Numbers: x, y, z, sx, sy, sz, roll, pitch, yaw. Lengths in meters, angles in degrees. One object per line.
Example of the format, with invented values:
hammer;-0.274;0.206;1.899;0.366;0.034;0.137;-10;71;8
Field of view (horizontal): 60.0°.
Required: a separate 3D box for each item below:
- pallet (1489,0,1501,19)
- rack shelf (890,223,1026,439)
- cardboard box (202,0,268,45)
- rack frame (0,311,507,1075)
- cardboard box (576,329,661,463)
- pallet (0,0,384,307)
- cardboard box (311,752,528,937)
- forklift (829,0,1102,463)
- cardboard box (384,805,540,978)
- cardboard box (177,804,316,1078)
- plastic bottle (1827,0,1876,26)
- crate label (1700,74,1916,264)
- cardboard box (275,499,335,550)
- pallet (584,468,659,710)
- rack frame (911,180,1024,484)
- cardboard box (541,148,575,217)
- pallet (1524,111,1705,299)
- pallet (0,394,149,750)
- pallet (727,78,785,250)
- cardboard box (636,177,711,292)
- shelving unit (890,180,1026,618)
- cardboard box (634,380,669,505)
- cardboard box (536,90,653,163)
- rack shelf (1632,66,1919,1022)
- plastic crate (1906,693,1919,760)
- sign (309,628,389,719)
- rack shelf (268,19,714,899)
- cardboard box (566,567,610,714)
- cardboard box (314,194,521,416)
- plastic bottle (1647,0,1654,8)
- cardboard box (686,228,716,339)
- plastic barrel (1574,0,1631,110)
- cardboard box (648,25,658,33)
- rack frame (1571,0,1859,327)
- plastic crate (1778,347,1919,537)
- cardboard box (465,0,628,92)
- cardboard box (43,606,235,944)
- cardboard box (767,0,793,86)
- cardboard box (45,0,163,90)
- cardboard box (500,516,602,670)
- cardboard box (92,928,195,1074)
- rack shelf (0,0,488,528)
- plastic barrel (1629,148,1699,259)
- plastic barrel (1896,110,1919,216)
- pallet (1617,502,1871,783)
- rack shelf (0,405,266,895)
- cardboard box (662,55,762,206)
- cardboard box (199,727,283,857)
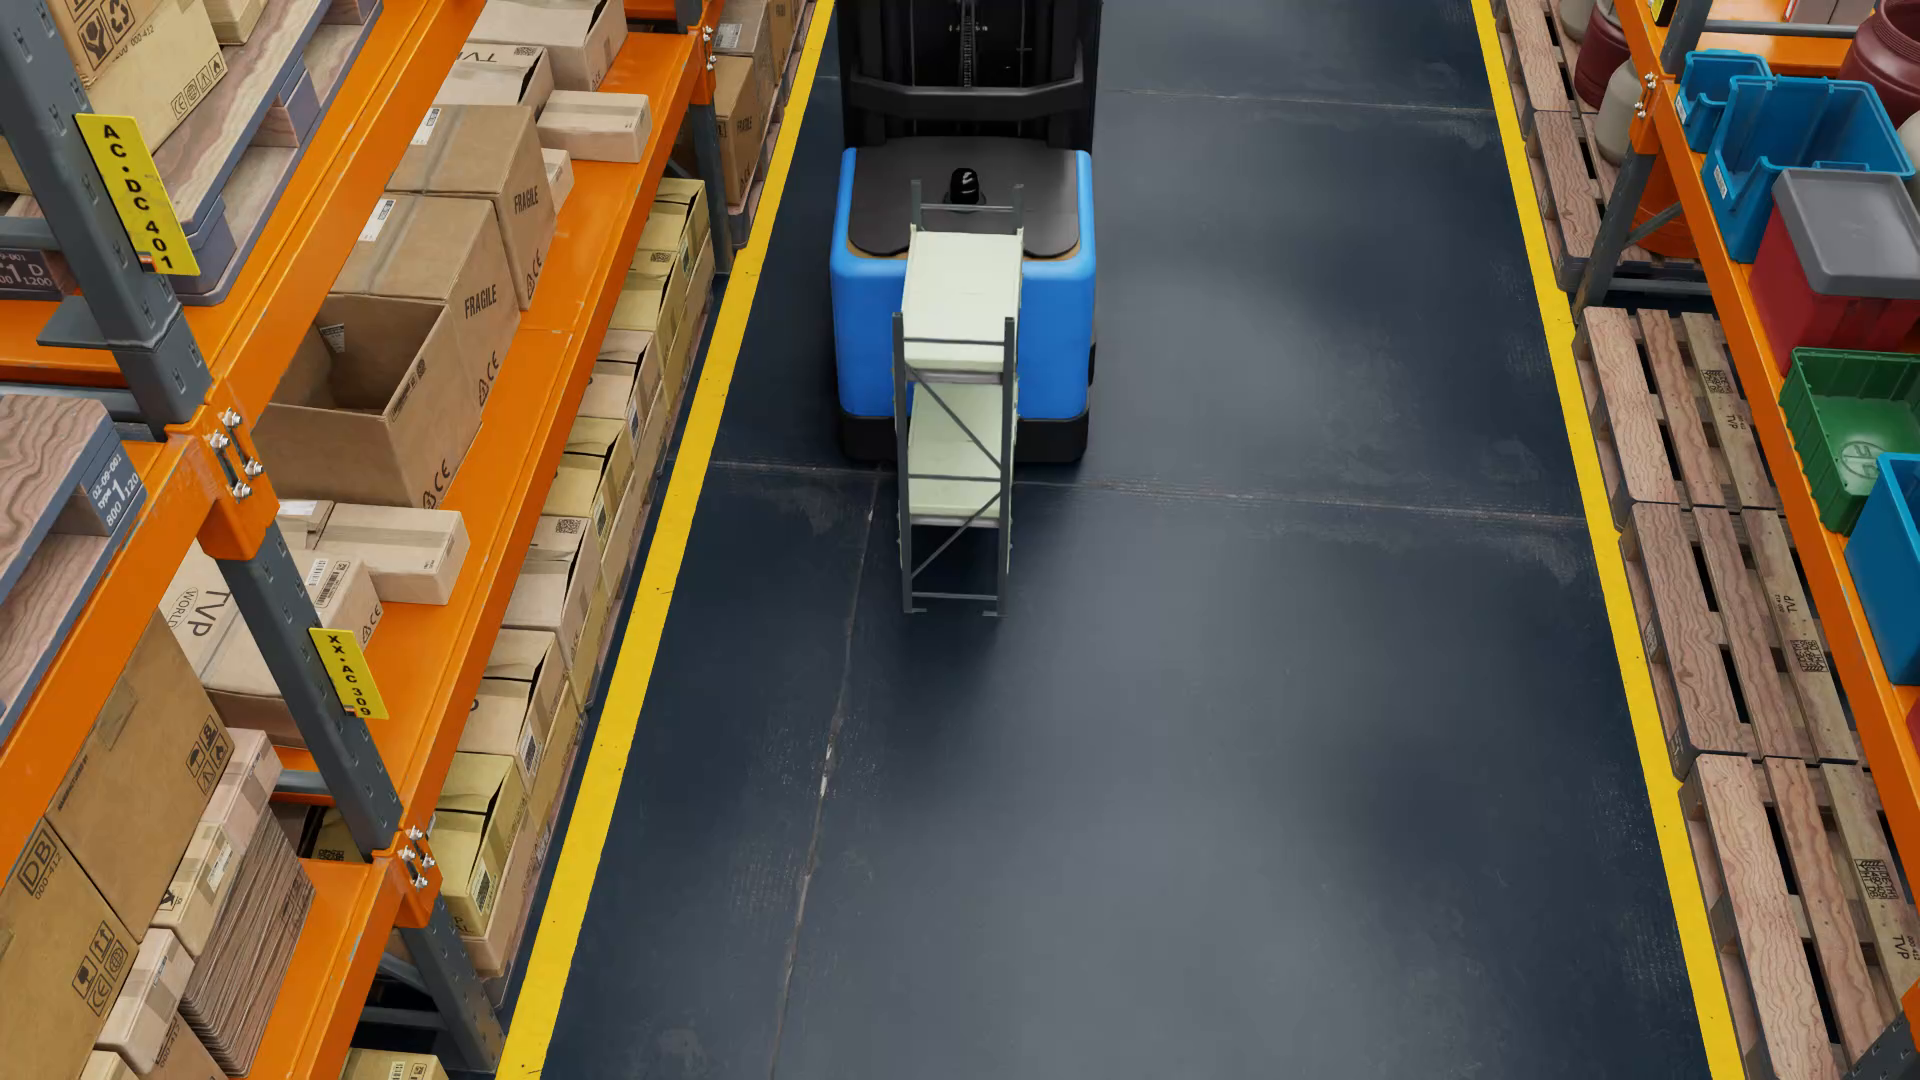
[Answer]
pallet;3.596;-3.445;9.784;1.003;0.211;1.213;4;48;4
rack shelf;0.002;-0.752;5.919;0.431;0.370;0.720;3;48;2
cardboard box;-1.840;-1.367;3.777;0.500;0.250;0.500;0;48;0
rack frame;-1.953;0.593;4.201;1.000;3.000;0.127;4;48;4
cardboard box;-1.481;-0.595;6.486;0.500;0.311;0.500;4;48;3
pallet;-1.886;-1.004;3.758;0.805;0.209;1.217;2;48;2
cardboard box;-1.668;0.903;5.116;0.500;0.311;0.500;4;48;4
forklift;0.042;-2.389;6.974;1.130;2.935;3.031;1;48;1
cardboard box;-1.670;1.099;5.317;0.500;0.250;0.500;3;48;3
cardboard box;-1.988;0.885;3.866;0.700;0.500;0.500;3;48;3
plastic bottle;3.705;-2.265;6.899;0.152;0.276;0.135;4;48;4
crate label;2.984;-1.311;5.918;0.502;0.435;0.616;4;48;4
cardboard box;-2.056;-0.020;4.853;0.396;0.266;0.258;3;48;3
pallet;-1.816;0.091;6.550;1.003;0.211;1.213;4;48;4
rack frame;0.026;-0.758;6.453;0.400;1.500;0.023;3;48;2
cardboard box;-1.649;-1.321;6.122;0.380;0.149;0.250;7;48;6
pallet;3.374;-1.652;8.144;1.003;0.211;1.213;4;48;4
pallet;-2.005;0.239;2.552;1.003;0.211;1.213;4;48;4
pallet;-1.483;-1.952;8.418;1.003;0.211;1.213;4;48;4
cardboard box;-1.391;-1.348;7.175;0.500;0.311;0.500;5;48;5
shelving unit;0.002;-0.489;6.206;0.431;1.500;0.755;3;48;2
cardboard box;-1.486;-0.409;6.696;0.500;0.250;0.500;5;48;4
cardboard box;-1.396;-1.582;6.361;0.380;0.149;0.250;4;48;4
rack shelf;3.161;-0.298;5.504;1.077;0.370;4.000;4;48;4
plastic crate;2.718;0.531;4.215;0.402;0.464;0.583;4;48;4
sign;-1.401;0.310;3.819;0.100;0.325;0.005;4;48;4
rack shelf;-1.771;-0.634;5.811;1.077;0.370;4.000;4;48;4
cardboard box;-1.578;0.343;6.008;0.500;0.250;0.500;3;48;2
cardboard box;-1.773;-0.759;5.370;0.500;0.500;0.500;4;48;4
plastic bottle;2.984;-2.353;7.030;0.097;0.201;0.097;0;48;0
cardboard box;-1.394;-1.157;7.380;0.500;0.250;0.500;5;48;4
plastic barrel;3.474;-2.529;8.406;0.600;0.588;0.708;4;48;4
cardboard box;-1.737;-2.355;8.293;0.500;0.500;0.500;6;48;5
rack frame;3.344;-2.011;6.582;1.000;3.000;0.127;4;48;4
plastic crate;2.857;-0.299;5.160;0.450;0.188;0.662;4;48;4
cardboard box;-1.665;-2.052;6.681;0.500;0.311;0.500;7;48;6
cardboard box;-1.988;0.448;3.387;0.700;0.500;0.500;4;48;4
cardboard box;-1.170;-2.720;8.627;0.500;0.500;0.500;3;48;3
cardboard box;-1.858;-1.214;3.130;0.500;0.500;0.500;4;48;4
cardboard box;-1.571;0.155;5.800;0.500;0.311;0.500;2;48;2
cardboard box;-1.811;0.928;3.387;0.380;0.149;0.250;3;48;2
rack shelf;-1.771;-1.647;4.704;1.077;0.370;4.000;4;48;4
plastic barrel;3.371;-1.781;7.558;0.600;0.830;0.708;4;48;4
plastic barrel;3.463;-1.278;5.836;0.421;0.512;0.421;0;48;0
pallet;3.121;0.391;6.275;1.003;0.211;1.213;4;48;4
rack shelf;-2.136;1.293;2.015;1.077;0.370;4.000;4;48;4
cardboard box;-1.263;-1.967;7.938;0.500;0.500;0.500;6;48;5
cardboard box;-1.765;0.554;3.729;0.380;0.149;0.250;4;48;3
